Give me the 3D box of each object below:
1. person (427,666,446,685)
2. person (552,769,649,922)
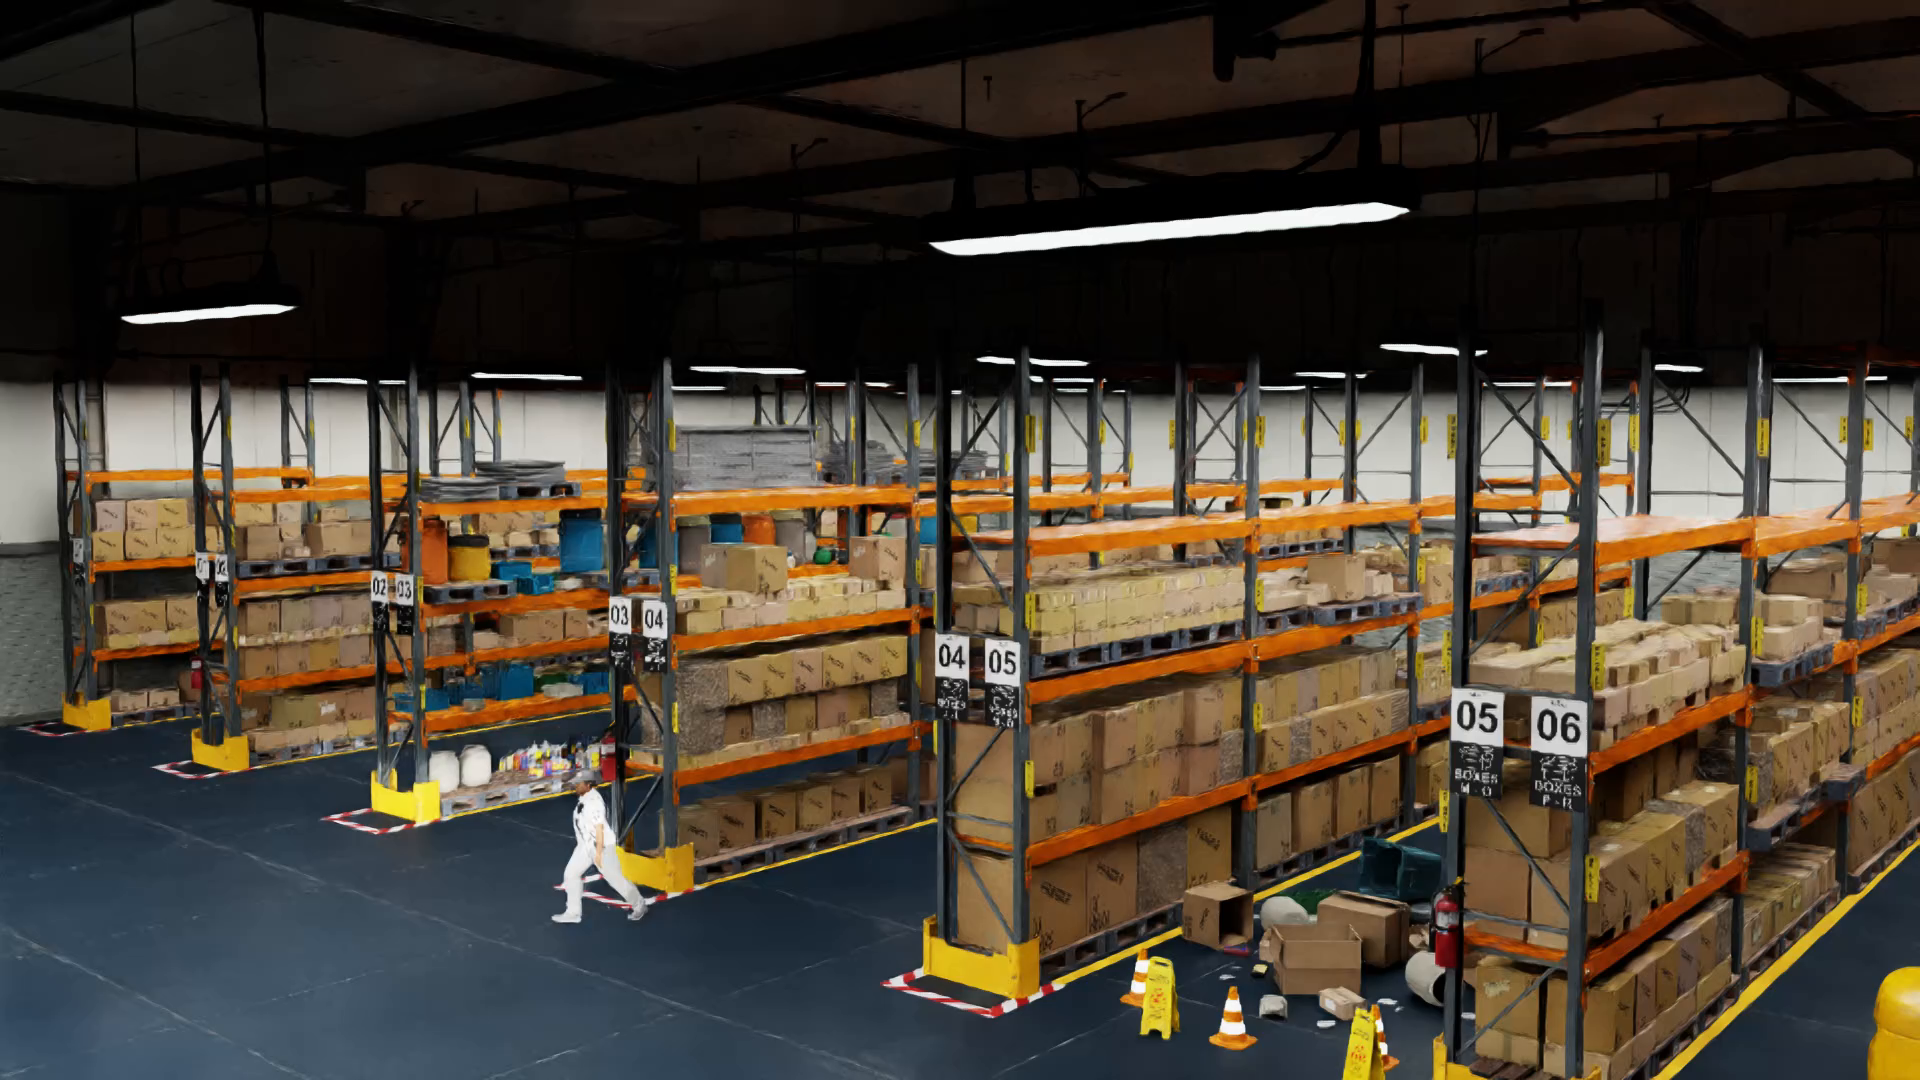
[{"bbox_3d":[-9.609,2.056,30.625,0.456,1.768,0.628,1,4,12],"label":"person"},{"bbox_3d":[-3.689,3.131,17.061,0.939,1.599,0.527,-2,5,-29],"label":"person"}]
